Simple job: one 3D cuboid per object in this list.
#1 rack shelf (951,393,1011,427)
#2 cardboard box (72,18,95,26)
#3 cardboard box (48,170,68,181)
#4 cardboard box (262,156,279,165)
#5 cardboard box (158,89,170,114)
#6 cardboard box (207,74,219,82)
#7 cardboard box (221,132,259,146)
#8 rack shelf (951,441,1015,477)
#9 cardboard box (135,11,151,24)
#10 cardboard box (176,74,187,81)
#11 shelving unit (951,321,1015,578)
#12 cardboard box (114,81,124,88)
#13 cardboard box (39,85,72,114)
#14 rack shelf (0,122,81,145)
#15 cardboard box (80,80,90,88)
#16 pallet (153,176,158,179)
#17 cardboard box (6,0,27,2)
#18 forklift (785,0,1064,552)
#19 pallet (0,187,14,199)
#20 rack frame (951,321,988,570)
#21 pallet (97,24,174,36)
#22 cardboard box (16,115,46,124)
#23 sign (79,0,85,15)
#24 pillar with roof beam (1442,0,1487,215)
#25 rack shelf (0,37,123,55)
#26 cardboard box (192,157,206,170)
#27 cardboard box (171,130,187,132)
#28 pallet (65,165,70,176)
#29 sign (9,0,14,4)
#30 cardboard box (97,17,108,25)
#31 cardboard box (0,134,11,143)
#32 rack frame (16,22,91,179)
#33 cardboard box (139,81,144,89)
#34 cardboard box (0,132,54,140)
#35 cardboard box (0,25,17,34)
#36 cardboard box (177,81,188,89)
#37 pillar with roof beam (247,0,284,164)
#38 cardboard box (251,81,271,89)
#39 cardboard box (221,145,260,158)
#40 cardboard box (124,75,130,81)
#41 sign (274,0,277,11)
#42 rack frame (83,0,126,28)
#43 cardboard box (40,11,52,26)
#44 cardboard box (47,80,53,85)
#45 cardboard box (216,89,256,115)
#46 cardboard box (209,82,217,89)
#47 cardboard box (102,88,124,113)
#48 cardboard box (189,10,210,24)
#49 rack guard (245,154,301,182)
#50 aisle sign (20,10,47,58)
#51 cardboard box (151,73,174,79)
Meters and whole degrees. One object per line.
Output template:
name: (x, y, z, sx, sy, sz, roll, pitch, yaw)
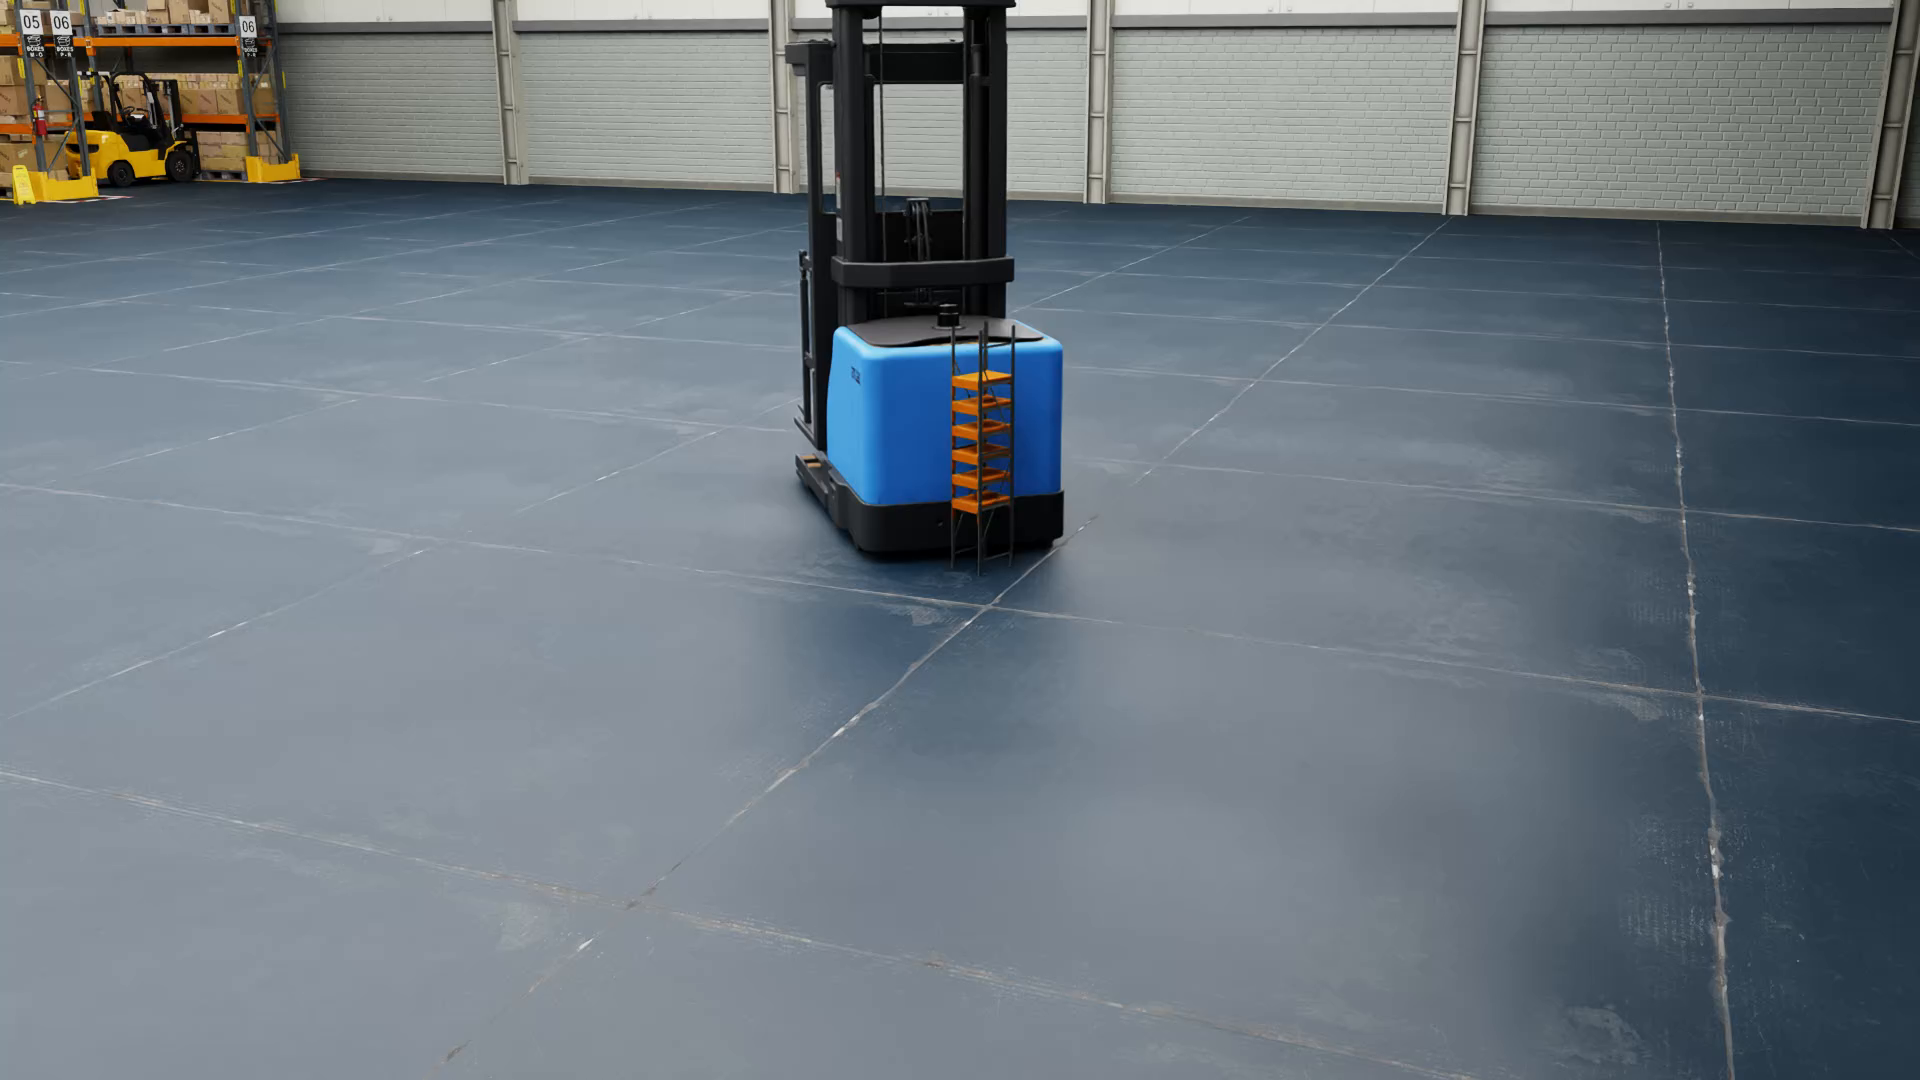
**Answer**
rack shelf: (0.111, -0.623, 7.965, 0.258, 0.103, 0.180, -15, 22, -42)
cardboard box: (-18.499, -10.931, 35.083, 0.250, 0.149, 0.380, 6, 17, 21)
cardboard box: (-16.527, -6.562, 30.075, 0.500, 0.250, 0.500, 6, 17, 20)
cardboard box: (-14.445, -7.796, 34.327, 0.500, 0.250, 0.500, 6, 17, 21)
cardboard box: (-16.042, -9.001, 34.118, 0.500, 0.500, 0.500, 6, 17, 21)
cardboard box: (-14.965, -9.335, 33.574, 0.250, 0.149, 0.380, 7, 17, 22)
cardboard box: (-14.603, -8.142, 33.724, 0.500, 0.250, 0.500, 7, 18, 22)
rack shelf: (0.111, -0.393, 8.033, 0.258, 0.103, 0.180, -15, 22, -42)
cardboard box: (-16.512, -10.618, 33.798, 0.258, 0.266, 0.396, 6, 17, 19)
cardboard box: (-15.695, -9.403, 33.807, 0.250, 0.149, 0.380, 7, 17, 22)
shelving unit: (0.111, -0.435, 8.020, 0.258, 1.200, 0.189, -15, 22, -42)
cardboard box: (-17.340, -9.456, 34.523, 0.250, 0.149, 0.380, 7, 17, 22)
cardboard box: (-16.217, -7.838, 29.578, 0.500, 0.500, 0.500, 6, 17, 20)
rack shelf: (-17.738, -7.386, 30.024, 4.000, 0.370, 1.077, 6, 17, 21)
cardboard box: (-18.427, -9.582, 34.957, 0.250, 0.149, 0.380, 6, 17, 20)
pallet: (-17.057, -7.792, 35.135, 1.213, 0.211, 1.003, 6, 17, 21)
cardboard box: (-19.971, -11.129, 35.137, 0.500, 0.500, 0.500, 7, 17, 22)
forklift: (-0.347, -1.715, 9.324, 1.130, 2.935, 3.031, -4, 17, -14)
pallet: (-16.691, -6.287, 29.952, 1.213, 0.211, 1.003, 6, 17, 21)
rack frame: (0.047, -0.454, 8.083, 0.240, 1.200, 0.006, -15, 22, -42)
pallet: (-16.978, -10.541, 34.381, 1.213, 0.211, 1.003, 6, 17, 21)
cardboard box: (-16.304, -7.389, 29.195, 0.250, 0.149, 0.380, 7, 18, 22)
sign: (-17.971, -10.922, 34.042, 0.005, 0.325, 0.100, 6, 17, 21)
pillar with roof beam: (6.369, -8.429, 21.566, 0.400, 9.000, 9.100, 6, 17, 21)
rack shelf: (-19.642, -10.523, 35.451, 4.000, 0.370, 1.077, 6, 17, 21)
cardboard box: (-15.534, -7.768, 34.231, 0.500, 0.250, 0.500, 6, 17, 21)
cardboard box: (-16.022, -8.295, 34.253, 0.500, 0.250, 0.500, 6, 17, 20)
pallet: (-18.481, -7.950, 35.678, 1.213, 0.211, 1.003, 6, 17, 21)
sign: (-16.100, -9.250, 28.189, 0.005, 0.325, 0.100, 6, 17, 21)
cardboard box: (-17.475, -10.668, 34.179, 0.250, 0.149, 0.380, 7, 17, 22)
cardboard box: (-17.085, -7.114, 29.468, 0.250, 0.149, 0.380, 7, 18, 22)
rack frame: (-15.878, -7.526, 29.219, 0.127, 3.000, 1.000, 6, 17, 21)
cardboard box: (-16.641, -9.365, 34.209, 0.250, 0.149, 0.380, 6, 17, 20)
cardboard box: (-20.316, -8.562, 36.291, 0.625, 0.625, 0.875, 7, 18, 22)
cardboard box: (-16.312, -8.810, 28.712, 0.250, 0.149, 0.380, 6, 17, 21)
cardboard box: (-15.688, -9.261, 33.852, 0.250, 0.149, 0.380, 6, 17, 21)
pillar with roof beam: (-15.957, -10.884, 30.023, 0.400, 9.000, 9.100, 6, 17, 21)
cardboard box: (-14.280, -9.276, 33.902, 0.250, 0.149, 0.380, 6, 17, 19)
cardboard box: (-14.628, -7.904, 33.802, 0.500, 0.250, 0.500, 6, 17, 20)
cardboard box: (-17.077, -9.589, 34.448, 0.250, 0.149, 0.380, 6, 17, 20)
sign: (-13.851, -10.856, 33.597, 0.005, 0.325, 0.100, 6, 17, 21)
rack frame: (-17.781, -12.104, 34.228, 0.127, 3.000, 1.000, 6, 17, 21)
cardboard box: (-16.248, -9.158, 29.195, 0.500, 0.250, 0.500, 6, 17, 20)
cardboard box: (-19.149, -9.656, 35.212, 0.250, 0.149, 0.380, 6, 17, 19)
cardboard box: (-14.614, -8.844, 33.580, 0.500, 0.500, 0.500, 6, 17, 19)
cardboard box: (-14.953, -9.197, 33.632, 0.250, 0.149, 0.380, 7, 17, 22)
cardboard box: (-17.464, -9.158, 34.661, 0.500, 0.500, 0.500, 6, 17, 19)
cardboard box: (-15.178, -10.472, 33.293, 0.258, 0.266, 0.396, 6, 17, 21)
rack guard: (-14.038, -7.611, 33.995, 0.348, 0.500, 1.175, 6, 17, 21)
aisle sign: (-15.927, -8.693, 28.576, 0.004, 0.787, 0.394, 6, 17, 21)
cardboard box: (-16.366, -9.505, 34.158, 0.250, 0.149, 0.380, 6, 17, 20)
